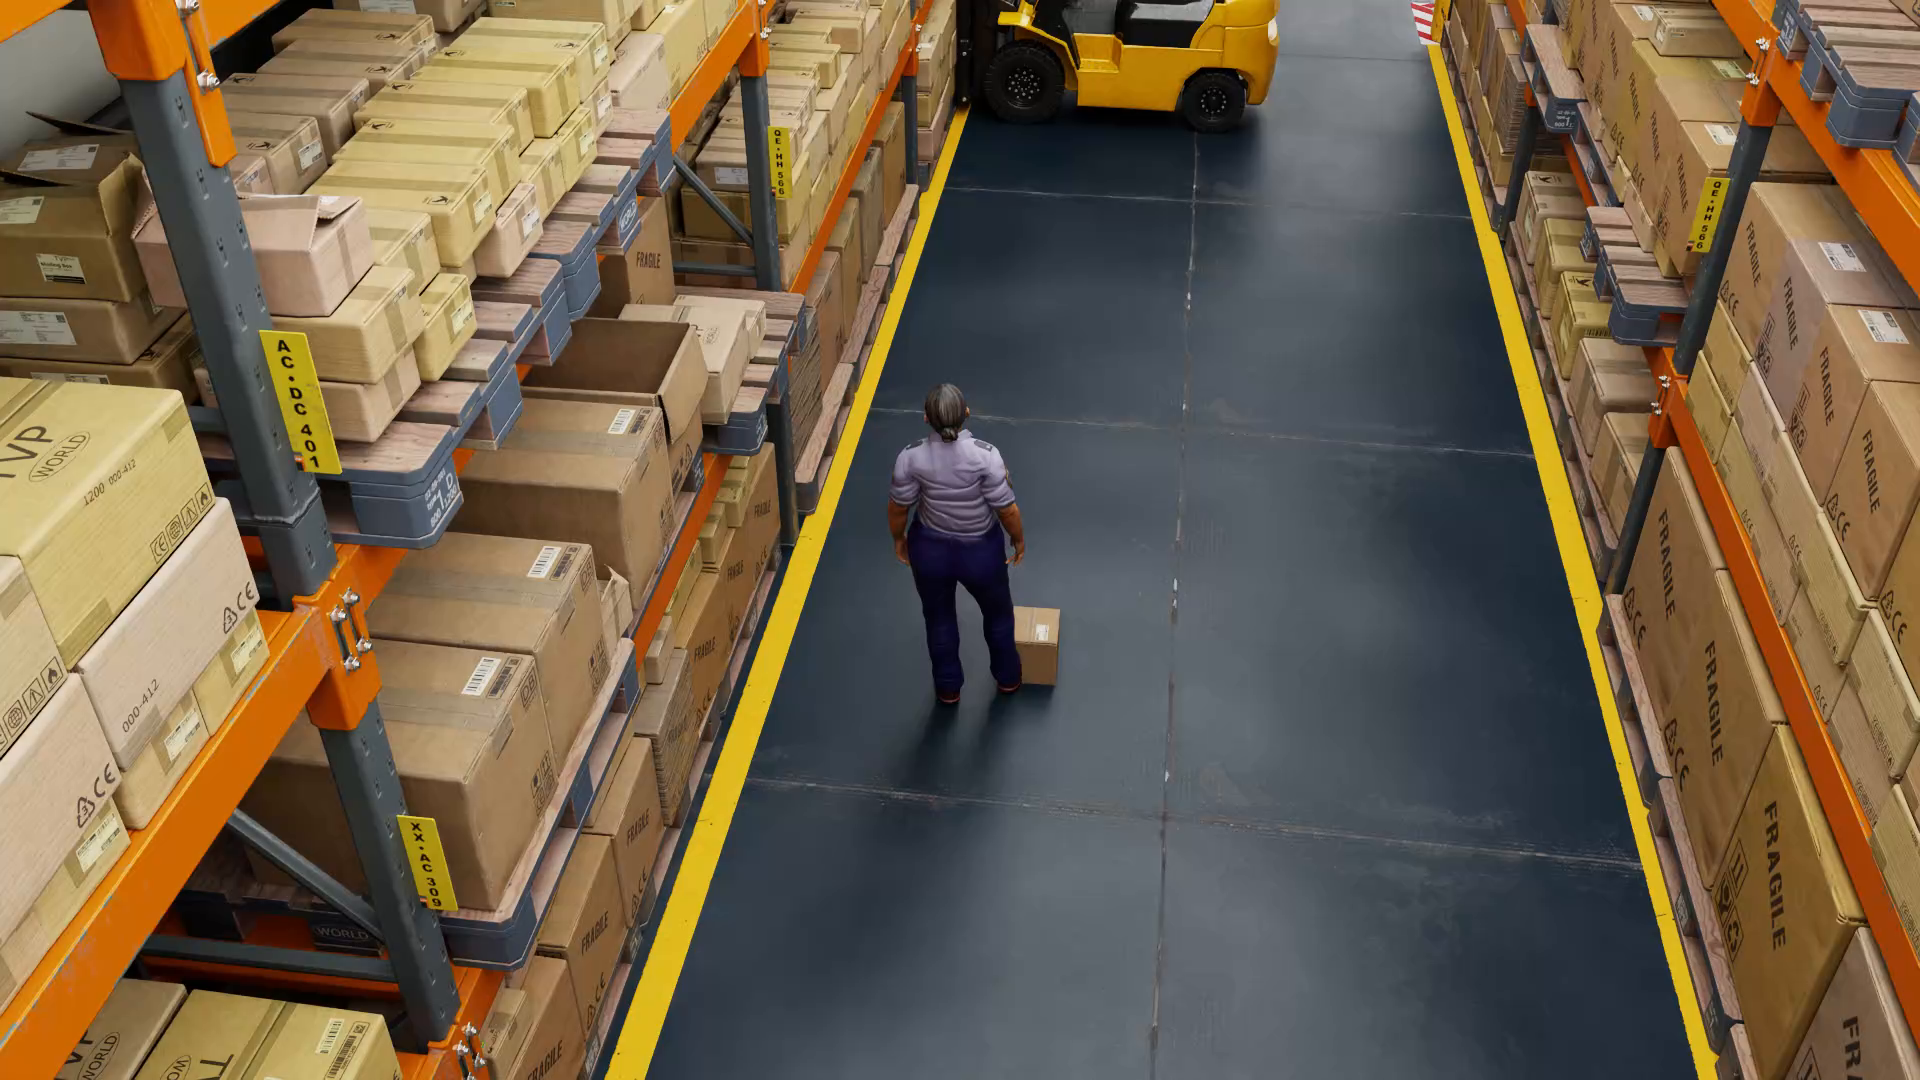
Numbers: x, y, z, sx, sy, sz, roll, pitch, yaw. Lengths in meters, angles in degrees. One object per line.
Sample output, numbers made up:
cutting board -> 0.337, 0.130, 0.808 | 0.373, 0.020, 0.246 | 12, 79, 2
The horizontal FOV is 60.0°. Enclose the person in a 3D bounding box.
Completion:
person -> 0.015, -0.003, 7.048 | 0.598, 1.640, 0.502 | 4, 37, 6
